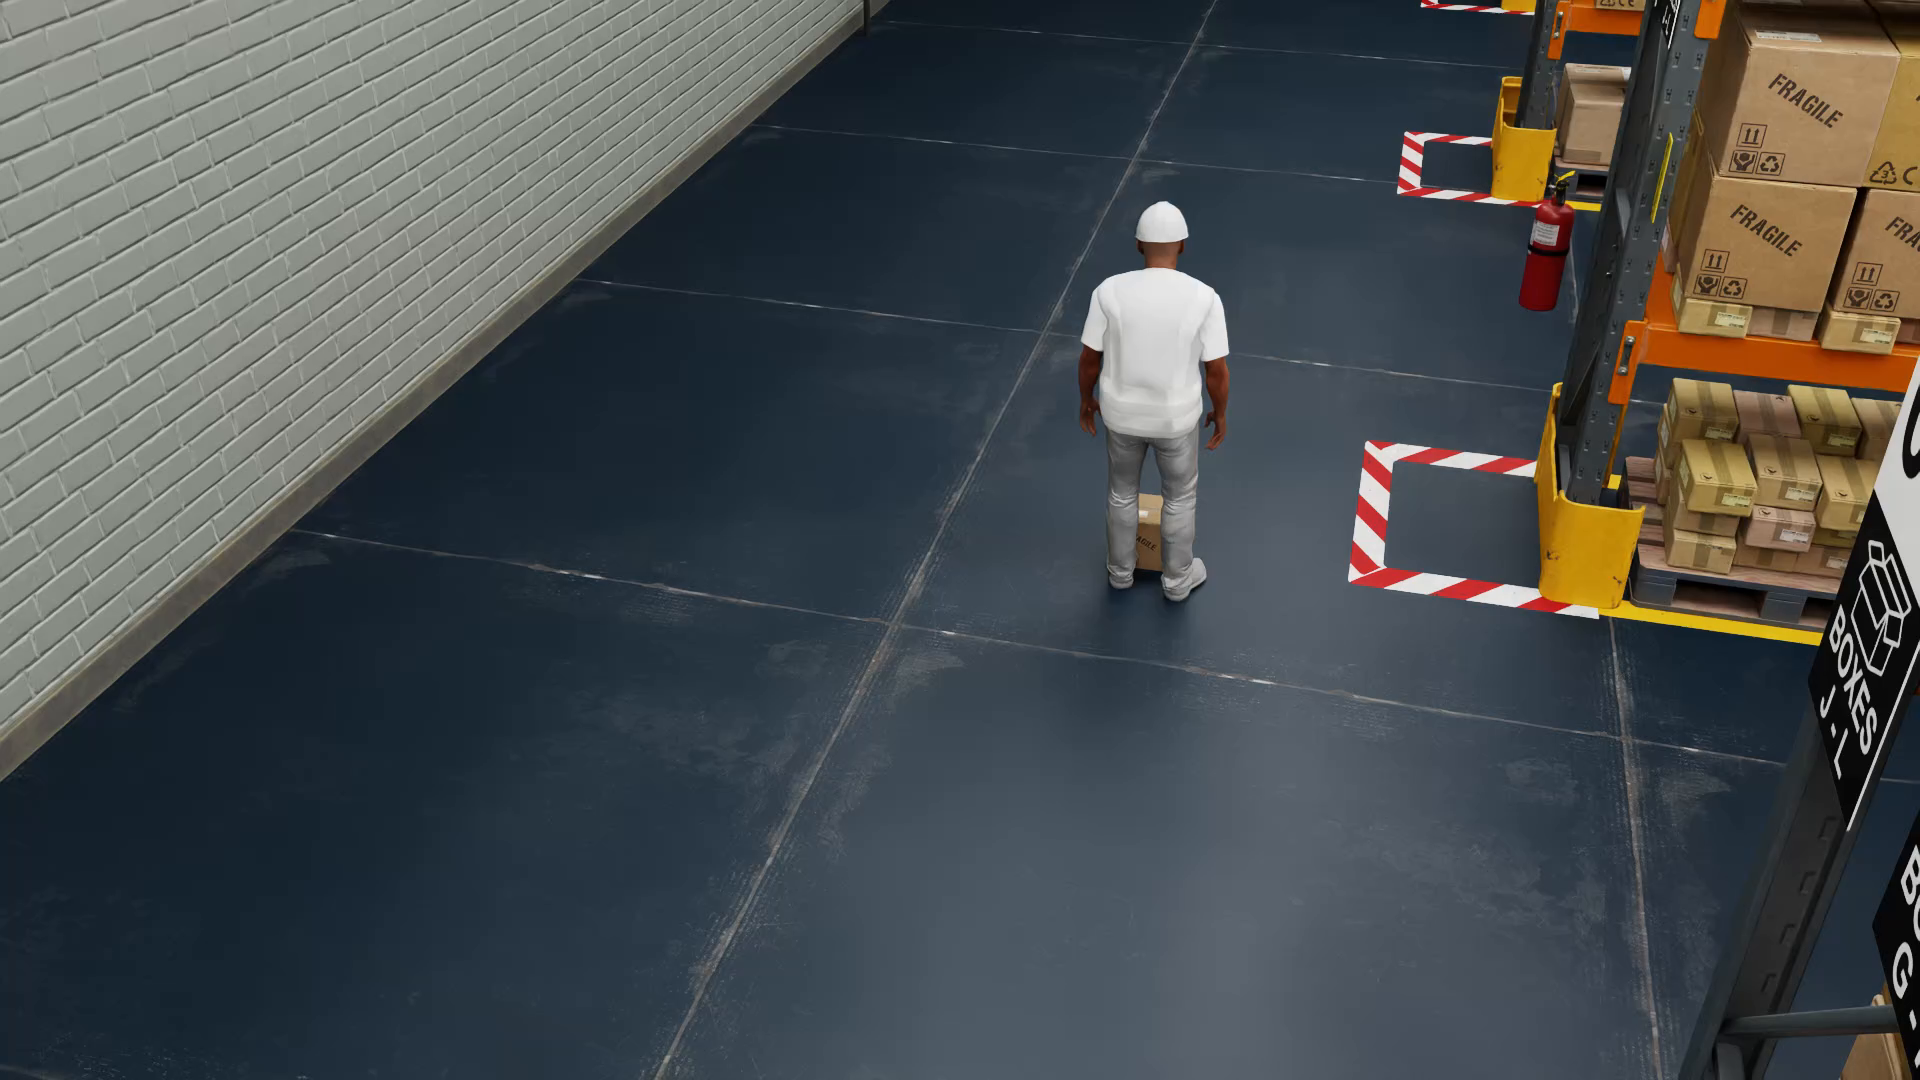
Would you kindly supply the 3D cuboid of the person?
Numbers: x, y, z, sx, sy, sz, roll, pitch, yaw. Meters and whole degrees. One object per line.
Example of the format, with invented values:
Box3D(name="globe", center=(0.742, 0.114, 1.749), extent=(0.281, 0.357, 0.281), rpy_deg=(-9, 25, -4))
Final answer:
Box3D(name="person", center=(0.810, -0.554, 6.986), extent=(0.629, 1.761, 0.462), rpy_deg=(8, 33, 12))
